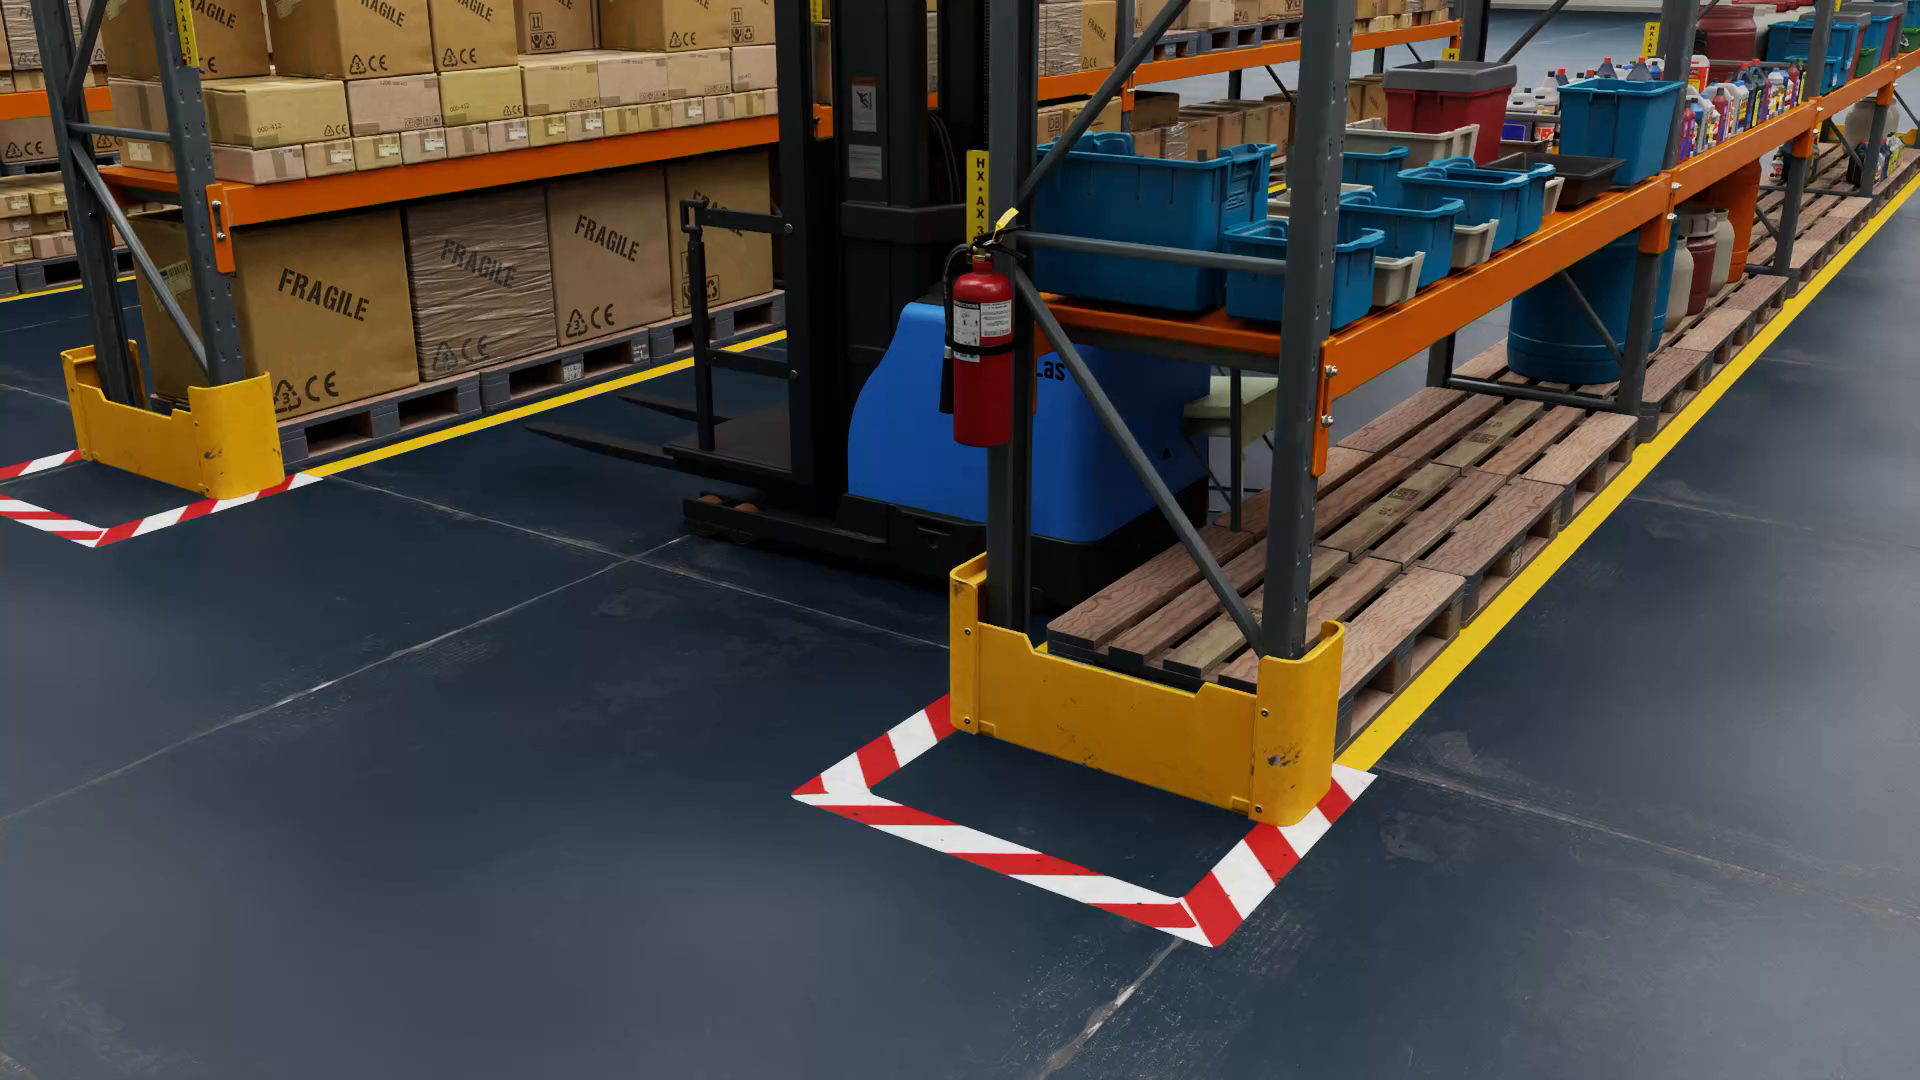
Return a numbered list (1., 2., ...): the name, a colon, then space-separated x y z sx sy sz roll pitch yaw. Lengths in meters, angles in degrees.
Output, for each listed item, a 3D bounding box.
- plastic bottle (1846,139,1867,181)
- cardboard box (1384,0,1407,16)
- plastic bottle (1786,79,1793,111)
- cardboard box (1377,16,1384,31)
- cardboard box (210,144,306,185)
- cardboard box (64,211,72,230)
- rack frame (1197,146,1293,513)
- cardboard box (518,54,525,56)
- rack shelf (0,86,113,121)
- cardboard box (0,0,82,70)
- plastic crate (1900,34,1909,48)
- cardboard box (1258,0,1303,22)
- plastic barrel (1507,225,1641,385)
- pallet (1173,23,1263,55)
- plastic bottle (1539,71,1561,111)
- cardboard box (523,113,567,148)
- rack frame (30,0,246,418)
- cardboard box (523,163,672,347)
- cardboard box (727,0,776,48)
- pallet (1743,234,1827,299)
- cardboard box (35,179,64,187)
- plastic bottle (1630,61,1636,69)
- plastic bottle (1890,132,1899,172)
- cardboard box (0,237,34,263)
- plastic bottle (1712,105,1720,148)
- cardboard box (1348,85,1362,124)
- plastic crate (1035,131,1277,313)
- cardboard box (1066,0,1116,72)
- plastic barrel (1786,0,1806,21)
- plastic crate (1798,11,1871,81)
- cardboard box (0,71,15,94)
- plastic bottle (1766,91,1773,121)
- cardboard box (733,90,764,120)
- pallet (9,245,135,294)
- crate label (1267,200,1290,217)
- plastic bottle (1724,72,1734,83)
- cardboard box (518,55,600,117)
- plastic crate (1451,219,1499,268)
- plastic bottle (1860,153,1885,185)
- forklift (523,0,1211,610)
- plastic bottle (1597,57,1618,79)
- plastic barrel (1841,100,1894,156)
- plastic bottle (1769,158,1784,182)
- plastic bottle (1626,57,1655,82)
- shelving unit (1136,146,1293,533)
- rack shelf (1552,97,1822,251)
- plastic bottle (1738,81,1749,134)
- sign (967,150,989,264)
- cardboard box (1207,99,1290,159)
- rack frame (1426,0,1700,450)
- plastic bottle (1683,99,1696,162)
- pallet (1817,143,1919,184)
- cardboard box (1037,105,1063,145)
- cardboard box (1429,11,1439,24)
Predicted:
1. plastic bottle: 7.949 -3.360 14.710 0.144 0.351 0.185 13 24 32
2. cardboard box: 4.303 -5.922 17.878 0.875 0.500 0.500 13 24 32
3. plastic bottle: 4.939 -2.682 9.977 0.097 0.201 0.097 0 20 0
4. cardboard box: 4.227 -5.432 17.489 0.380 0.149 0.250 13 24 32
5. cardboard box: -3.098 -1.660 7.291 0.380 0.149 0.250 14 24 32
6. cardboard box: -6.261 -2.300 11.734 0.380 0.149 0.250 15 25 34
7. rack frame: 1.172 -0.837 6.811 0.400 1.500 0.023 4 15 26
8. cardboard box: -2.656 -2.442 8.831 0.500 0.250 0.500 13 24 32
9. rack shelf: -6.491 -2.973 11.516 1.077 0.370 4.000 13 24 32
10. cardboard box: -6.288 -3.442 11.174 0.500 0.500 0.500 13 24 30
11. plastic crate: 7.671 -4.314 14.193 0.767 0.338 0.504 13 24 32
12. cardboard box: 2.613 -5.461 15.735 1.000 1.000 1.000 13 24 32
13. plastic barrel: 3.094 -1.288 8.342 0.600 0.901 0.708 13 24 32
14. pallet: 2.006 -4.522 14.942 1.003 0.211 1.213 13 24 32
15. plastic bottle: 3.021 -2.227 8.532 0.144 0.351 0.185 13 24 32
16. cardboard box: -2.234 -2.102 8.485 0.380 0.149 0.250 13 24 30
17. rack frame: -3.570 -1.740 7.146 1.000 3.000 0.127 13 24 32
18. cardboard box: -2.265 -1.656 9.377 0.875 0.875 0.875 13 24 32
19. cardboard box: -1.359 -3.125 9.596 0.500 0.500 0.500 14 25 33
20. pallet: 5.491 -1.977 11.804 1.003 0.211 1.213 13 24 32
21. cardboard box: -6.254 -2.432 11.662 0.380 0.149 0.250 13 24 32
22. plastic bottle: 4.010 -2.725 9.978 0.061 0.283 0.133 13 24 32
23. plastic bottle: 8.518 -3.562 15.254 0.144 0.351 0.185 14 25 34
24. cardboard box: -6.544 -1.992 11.330 0.380 0.149 0.250 13 24 32
25. plastic bottle: 3.753 -2.076 8.341 0.097 0.201 0.097 0 20 0
26. cardboard box: 4.033 -4.674 18.076 0.500 0.500 0.500 11 23 27
27. plastic crate: 0.560 -0.952 4.877 0.616 0.435 0.499 13 24 32
28. cardboard box: 0.854 -3.893 12.821 0.500 0.500 0.500 14 25 33
29. plastic barrel: 6.140 -3.839 12.624 0.433 0.535 0.433 0 20 0
30. plastic crate: 6.185 -3.504 11.821 0.402 0.464 0.583 13 24 32
31. cardboard box: -6.491 -3.035 11.009 0.380 0.149 0.250 13 24 31
32. plastic bottle: 4.556 -2.486 9.449 0.097 0.201 0.097 0 20 0
33. cardboard box: -1.367 -2.545 9.683 0.380 0.149 0.250 14 24 33
34. pallet: -6.400 -2.025 11.936 1.003 0.211 1.213 13 24 32
35. crate label: 1.146 -1.113 5.744 0.396 0.136 0.243 13 24 32
36. plastic bottle: 4.283 -2.463 9.268 0.061 0.283 0.133 13 24 32
37. cardboard box: -2.216 -2.339 8.553 0.500 0.250 0.500 13 24 31
38. plastic crate: 1.567 -0.956 5.319 0.250 0.136 0.298 13 24 32
39. plastic bottle: 7.972 -3.250 14.520 0.152 0.276 0.135 14 25 34
40. forklift: -0.528 -1.494 6.578 3.031 2.935 1.130 13 24 31
41. plastic bottle: 3.640 -2.543 9.386 0.144 0.351 0.185 13 24 32
42. plastic barrel: 8.932 -4.048 16.365 0.421 0.512 0.421 0 20 0
43. plastic bottle: 7.218 -3.276 14.698 0.097 0.201 0.097 0 20 0
44. plastic bottle: 3.841 -2.552 9.410 0.144 0.351 0.185 13 24 32
45. shelving unit: 1.010 -0.752 6.494 0.431 1.500 0.755 4 15 26
46. rack shelf: 3.899 -2.159 9.314 1.077 0.370 4.000 13 24 32
47. plastic bottle: 4.143 -2.308 8.867 0.097 0.271 0.097 0 20 0
48. sign: 0.062 -0.954 4.784 0.100 0.325 0.005 13 24 32
49. cardboard box: 2.812 -4.045 16.347 0.700 0.500 0.500 11 23 28
50. rack frame: 2.775 -1.922 7.638 1.000 3.000 0.127 13 24 32
51. plastic bottle: 3.409 -1.928 7.821 0.061 0.283 0.133 13 24 32
52. pallet: 9.055 -3.794 16.718 1.003 0.211 1.213 13 24 32
53. cardboard box: 0.014 -2.788 12.436 1.225 0.875 0.875 13 24 32
54. cardboard box: 5.196 -5.938 18.856 0.380 0.149 0.250 13 24 32
